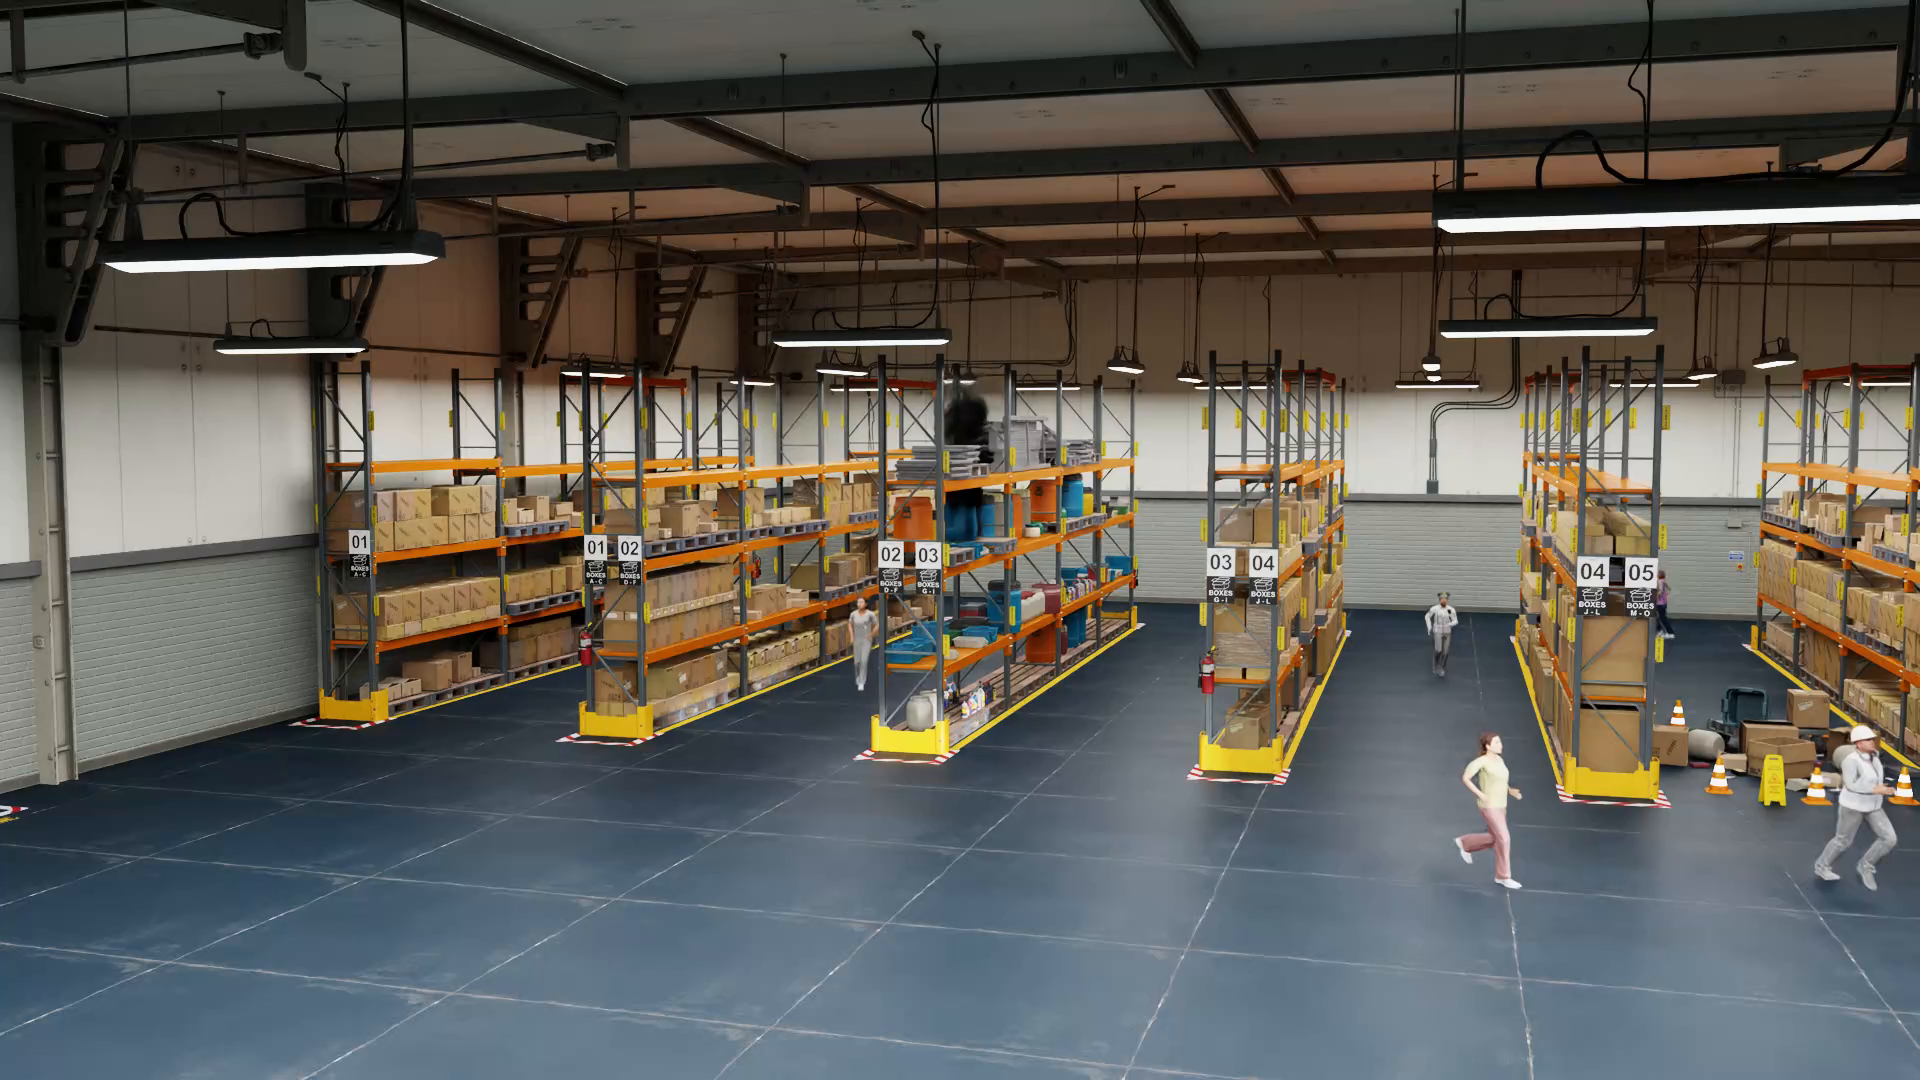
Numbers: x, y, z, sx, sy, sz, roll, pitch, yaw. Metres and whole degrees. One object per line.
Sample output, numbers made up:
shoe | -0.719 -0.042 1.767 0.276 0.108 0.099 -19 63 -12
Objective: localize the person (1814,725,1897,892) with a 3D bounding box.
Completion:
person | 9.615 2.850 17.737 0.665 1.776 0.863 -2 4 -24

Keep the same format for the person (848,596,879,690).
person | -1.704 1.808 29.262 0.560 1.644 0.551 0 4 6

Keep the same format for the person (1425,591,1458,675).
person | 9.440 1.832 32.549 0.593 1.660 0.616 1 4 8

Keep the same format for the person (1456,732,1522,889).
person | 5.730 2.904 18.065 0.579 1.651 0.818 -4 5 -41

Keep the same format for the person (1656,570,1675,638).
person | 16.073 1.488 38.184 0.667 1.610 0.508 1 4 19
